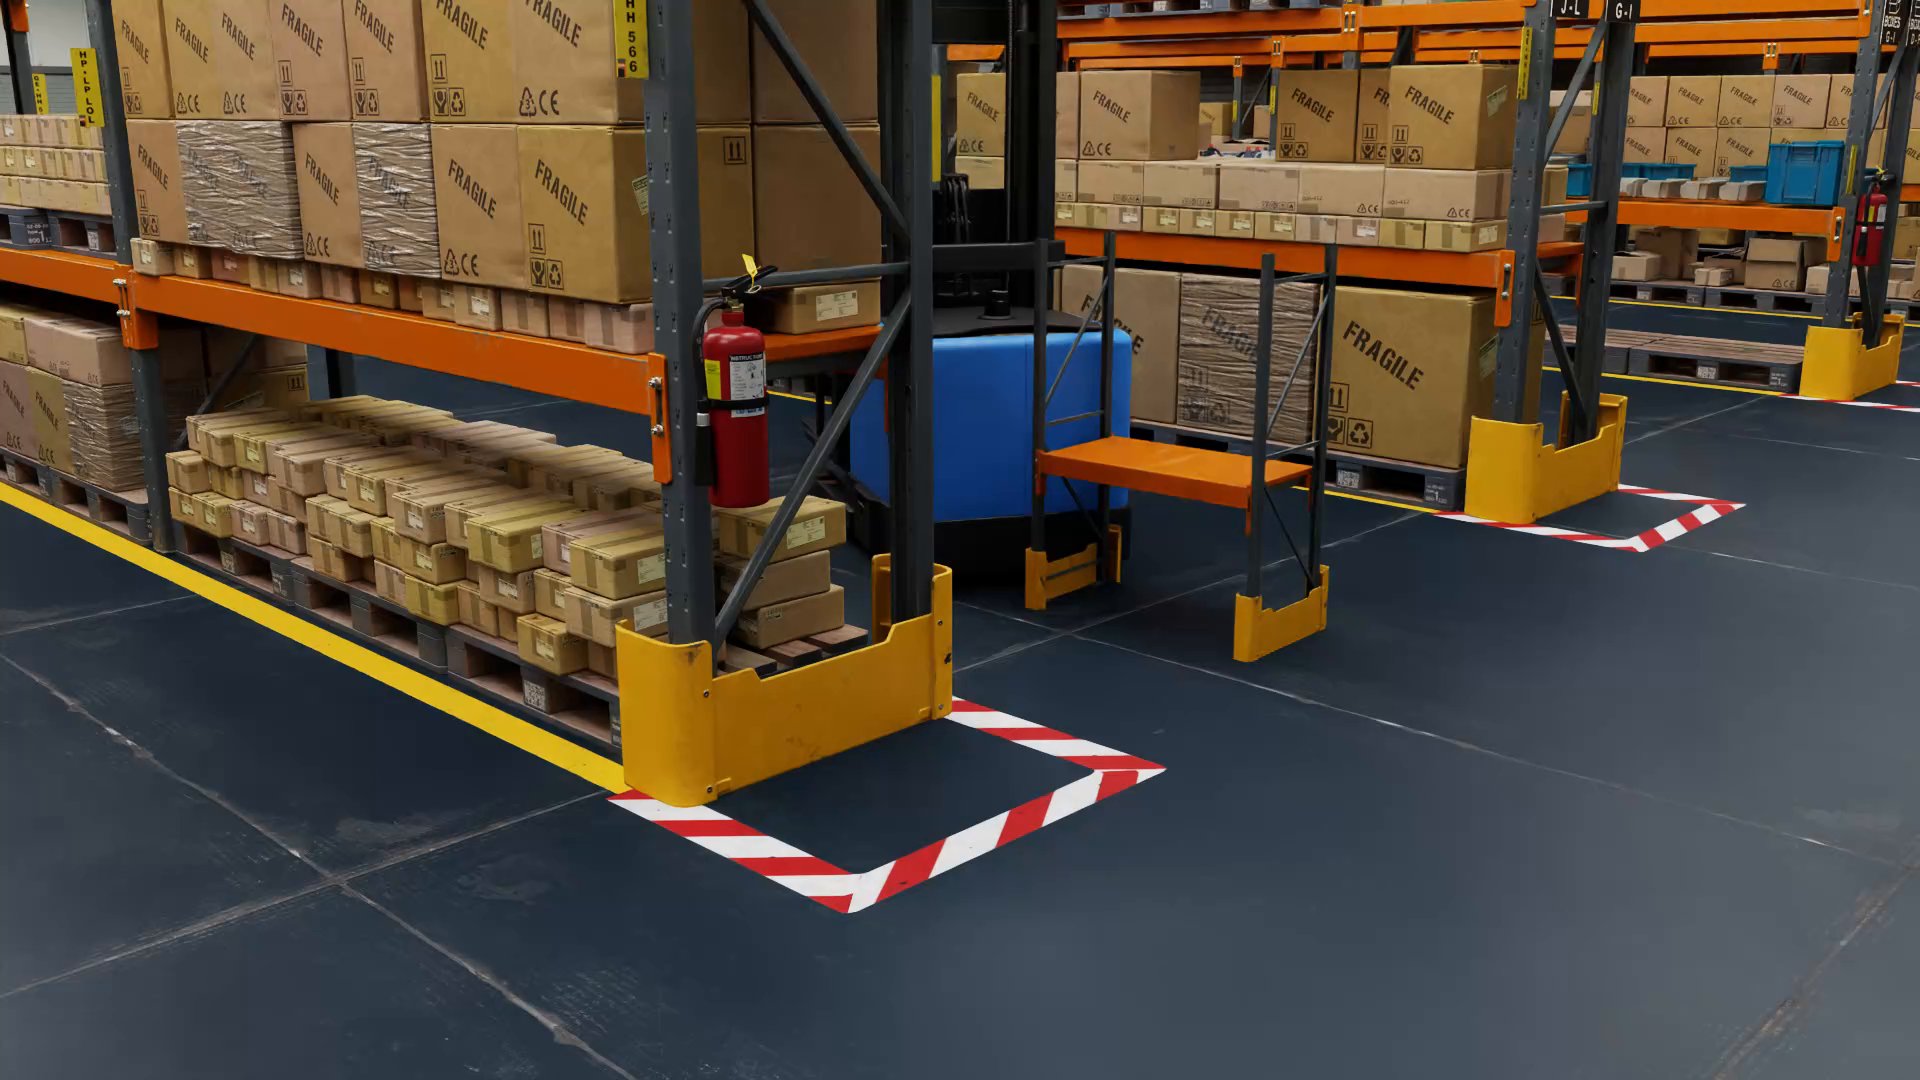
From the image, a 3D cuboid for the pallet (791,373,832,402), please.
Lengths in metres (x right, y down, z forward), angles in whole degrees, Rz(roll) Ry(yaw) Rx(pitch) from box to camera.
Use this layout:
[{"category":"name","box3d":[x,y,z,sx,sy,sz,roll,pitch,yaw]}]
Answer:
[{"category":"pallet","box3d":[-0.446,-1.132,11.860,1.213,0.211,1.003,14,20,42]}]

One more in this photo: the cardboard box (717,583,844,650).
[{"category":"cardboard box","box3d":[-0.629,0.249,5.850,0.380,0.149,0.250,-14,20,-43]}]

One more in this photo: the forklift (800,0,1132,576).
[{"category":"forklift","box3d":[-0.167,-1.586,8.205,1.130,2.935,3.031,-4,15,-17]}]

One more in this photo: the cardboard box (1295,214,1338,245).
[{"category":"cardboard box","box3d":[2.008,-1.675,8.909,0.250,0.149,0.380,14,20,43]}]

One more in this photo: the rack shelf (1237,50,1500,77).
[{"category":"rack shelf","box3d":[6.157,-7.211,25.137,4.000,0.370,1.077,14,20,42]}]

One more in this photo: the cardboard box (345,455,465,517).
[{"category":"cardboard box","box3d":[-2.142,-0.213,6.443,0.250,0.149,0.380,14,20,42]}]

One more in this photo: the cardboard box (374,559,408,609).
[{"category":"cardboard box","box3d":[-1.981,0.130,6.305,0.380,0.149,0.250,-14,20,-43]}]

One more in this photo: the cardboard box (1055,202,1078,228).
[{"category":"cardboard box","box3d":[0.713,-1.989,10.115,0.250,0.149,0.380,13,19,41]}]

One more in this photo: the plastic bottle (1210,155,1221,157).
[{"category":"plastic bottle","box3d":[2.368,-3.386,15.222,0.135,0.276,0.152,14,20,42]}]

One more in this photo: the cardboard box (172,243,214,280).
[{"category":"cardboard box","box3d":[-3.140,-1.216,7.147,0.380,0.149,0.250,-14,20,-43]}]

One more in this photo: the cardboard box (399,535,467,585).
[{"category":"cardboard box","box3d":[-1.810,0.035,6.080,0.250,0.149,0.380,14,20,43]}]

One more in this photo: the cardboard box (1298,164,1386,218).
[{"category":"cardboard box","box3d":[2.143,-1.857,8.819,0.500,0.250,0.500,13,20,41]}]

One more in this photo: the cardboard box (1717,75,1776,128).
[{"category":"cardboard box","box3d":[7.926,-4.376,16.598,0.500,0.500,0.500,13,19,41]}]

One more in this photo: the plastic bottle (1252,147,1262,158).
[{"category":"plastic bottle","box3d":[2.678,-3.396,15.113,0.185,0.351,0.144,14,20,42]}]

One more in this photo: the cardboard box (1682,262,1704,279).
[{"category":"cardboard box","box3d":[7.959,-2.888,17.850,0.250,0.149,0.380,14,20,42]}]

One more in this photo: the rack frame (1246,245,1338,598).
[{"category":"rack frame","box3d":[1.237,-0.329,6.222,0.032,1.500,0.500,12,19,39]}]

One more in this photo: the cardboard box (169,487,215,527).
[{"category":"cardboard box","box3d":[-3.315,-0.179,7.493,0.250,0.149,0.380,13,19,40]}]

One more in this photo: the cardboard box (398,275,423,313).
[{"category":"cardboard box","box3d":[-1.771,-0.903,5.949,0.250,0.149,0.380,13,19,40]}]

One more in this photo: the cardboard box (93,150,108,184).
[{"category":"cardboard box","box3d":[-3.777,-1.737,7.726,0.380,0.149,0.250,-14,20,-42]}]

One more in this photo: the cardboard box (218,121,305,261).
[{"category":"cardboard box","box3d":[-2.474,-1.358,6.406,0.500,0.500,0.500,13,20,41]}]

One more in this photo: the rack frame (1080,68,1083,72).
[{"category":"rack frame","box3d":[1.837,-7.158,29.454,0.127,3.000,1.000,14,20,42]}]

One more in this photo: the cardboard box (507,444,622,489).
[{"category":"cardboard box","box3d":[-1.577,-0.269,6.659,0.250,0.149,0.380,14,20,43]}]

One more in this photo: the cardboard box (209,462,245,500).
[{"category":"cardboard box","box3d":[-3.071,-0.296,7.350,0.250,0.149,0.380,14,20,43]}]

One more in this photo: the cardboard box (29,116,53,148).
[{"category":"cardboard box","box3d":[-4.346,-2.021,8.223,0.250,0.149,0.380,14,20,42]}]

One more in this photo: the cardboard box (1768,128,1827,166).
[{"category":"cardboard box","box3d":[8.315,-3.802,16.376,0.500,0.500,0.500,13,20,41]}]

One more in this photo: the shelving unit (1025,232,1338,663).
[{"category":"shelving unit","box3d":[0.859,-0.412,6.537,1.083,1.500,0.587,12,19,39]}]

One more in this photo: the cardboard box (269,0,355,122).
[{"category":"cardboard box","box3d":[-2.105,-1.759,5.963,0.500,0.500,0.500,13,19,40]}]

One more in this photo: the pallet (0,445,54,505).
[{"category":"pallet","box3d":[-4.798,-0.478,9.348,1.213,0.211,1.003,14,20,42]}]

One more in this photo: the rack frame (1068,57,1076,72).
[{"category":"rack frame","box3d":[1.281,-5.558,23.314,0.127,3.000,1.000,14,20,42]}]

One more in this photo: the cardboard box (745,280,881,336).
[{"category":"cardboard box","box3d":[-0.480,-0.772,5.446,0.250,0.149,0.380,13,20,42]}]

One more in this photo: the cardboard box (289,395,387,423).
[{"category":"cardboard box","box3d":[-2.917,-0.574,7.829,0.380,0.149,0.250,-14,20,-43]}]

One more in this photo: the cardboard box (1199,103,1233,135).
[{"category":"cardboard box","box3d":[4.162,-6.784,26.791,0.500,0.500,0.500,14,20,42]}]

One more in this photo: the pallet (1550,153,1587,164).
[{"category":"pallet","box3d":[6.541,-4.225,18.578,1.213,0.211,1.003,14,20,42]}]

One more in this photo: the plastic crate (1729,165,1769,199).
[{"category":"plastic crate","box3d":[6.056,-2.726,12.657,0.300,0.233,0.416,14,20,42]}]

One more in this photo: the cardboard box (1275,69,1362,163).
[{"category":"cardboard box","box3d":[2.146,-2.405,9.433,0.500,0.500,0.500,13,19,41]}]

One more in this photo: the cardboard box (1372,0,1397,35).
[{"category":"cardboard box","box3d":[5.240,-6.107,19.275,0.500,0.500,0.910,14,20,42]}]

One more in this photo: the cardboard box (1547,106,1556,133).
[{"category":"cardboard box","box3d":[6.315,-4.642,18.767,0.700,0.500,0.500,-11,18,-35]}]

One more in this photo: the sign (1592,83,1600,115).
[{"category":"sign","box3d":[6.658,-4.617,17.406,0.005,0.325,0.100,14,20,42]}]

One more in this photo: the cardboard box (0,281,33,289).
[{"category":"cardboard box","box3d":[-5.559,-1.462,10.233,0.500,0.250,0.500,13,19,41]}]

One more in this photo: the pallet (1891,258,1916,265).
[{"category":"pallet","box3d":[11.851,-3.347,20.361,1.213,0.211,1.003,14,20,42]}]

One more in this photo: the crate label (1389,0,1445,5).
[{"category":"crate label","box3d":[3.751,-4.445,13.618,0.466,0.136,0.293,14,20,42]}]

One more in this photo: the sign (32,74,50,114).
[{"category":"sign","box3d":[-5.864,-2.800,10.590,0.005,0.325,0.100,14,20,42]}]

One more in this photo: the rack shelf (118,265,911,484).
[{"category":"rack shelf","box3d":[-1.914,-0.780,6.402,4.000,0.370,1.077,14,20,42]}]

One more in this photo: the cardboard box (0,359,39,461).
[{"category":"cardboard box","box3d":[-4.797,-0.736,8.931,0.500,0.500,0.500,13,20,41]}]

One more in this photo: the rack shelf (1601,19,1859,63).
[{"category":"rack shelf","box3d":[8.480,-4.911,16.310,4.000,0.370,1.077,14,20,42]}]

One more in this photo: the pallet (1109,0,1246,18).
[{"category":"pallet","box3d":[2.149,-4.937,15.356,1.213,0.211,1.003,14,20,42]}]

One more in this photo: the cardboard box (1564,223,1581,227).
[{"category":"cardboard box","box3d":[6.861,-3.290,18.695,0.500,0.500,0.500,13,19,40]}]

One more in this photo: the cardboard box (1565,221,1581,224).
[{"category":"cardboard box","box3d":[8.661,-4.614,23.121,0.750,0.750,0.750,14,20,42]}]

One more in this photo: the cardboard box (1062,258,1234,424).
[{"category":"cardboard box","box3d":[1.229,-1.248,10.154,0.875,0.875,0.875,14,20,42]}]

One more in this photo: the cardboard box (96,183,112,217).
[{"category":"cardboard box","box3d":[-3.777,-1.593,7.763,0.250,0.149,0.380,13,20,41]}]
